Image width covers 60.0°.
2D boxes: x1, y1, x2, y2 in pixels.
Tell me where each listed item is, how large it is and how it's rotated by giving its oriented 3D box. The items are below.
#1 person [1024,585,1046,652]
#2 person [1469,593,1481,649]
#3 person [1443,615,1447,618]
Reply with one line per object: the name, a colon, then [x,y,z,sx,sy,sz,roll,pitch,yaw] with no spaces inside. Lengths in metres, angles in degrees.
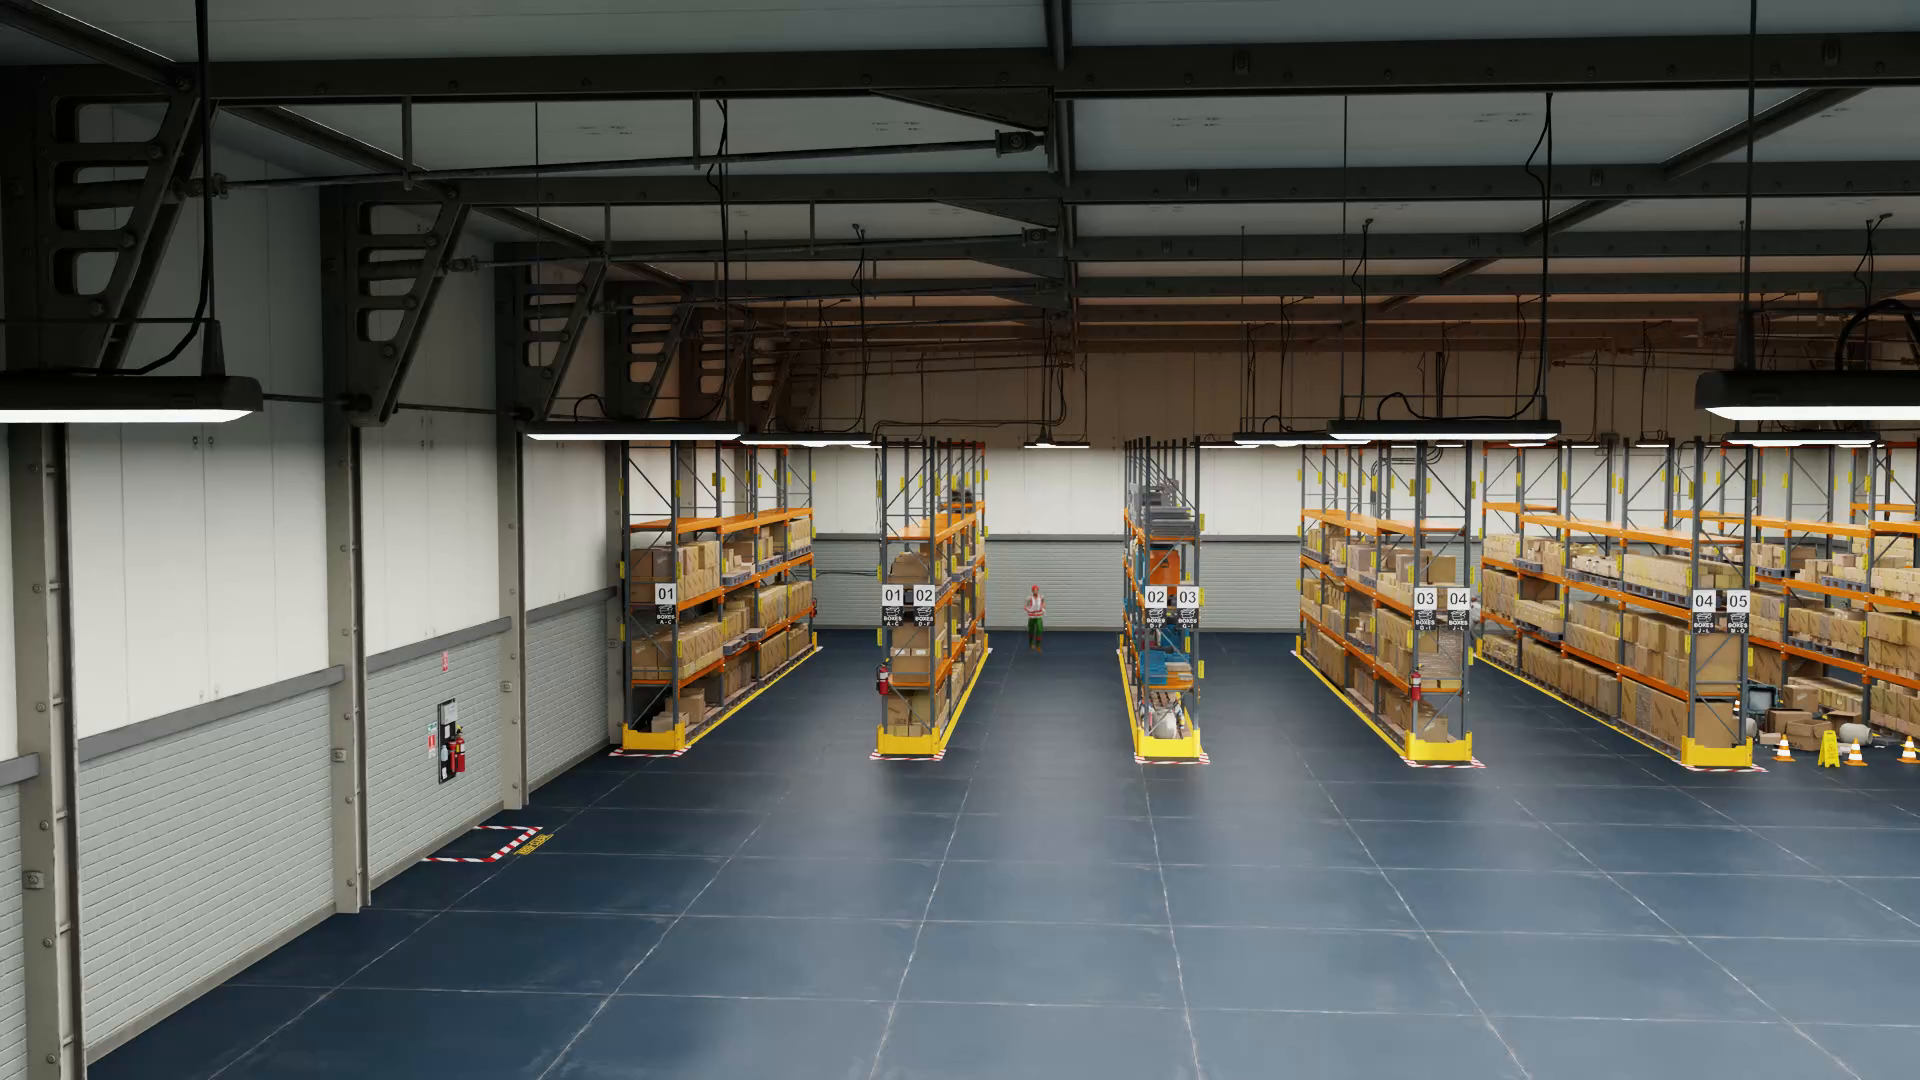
person: [2.046,2.134,45.444,0.630,1.820,0.945,0,3,-8]
person: [14.644,2.361,47.511,0.705,1.716,0.668,0,3,-9]
person: [14.014,2.451,47.450,0.509,1.522,0.629,-1,3,-20]
